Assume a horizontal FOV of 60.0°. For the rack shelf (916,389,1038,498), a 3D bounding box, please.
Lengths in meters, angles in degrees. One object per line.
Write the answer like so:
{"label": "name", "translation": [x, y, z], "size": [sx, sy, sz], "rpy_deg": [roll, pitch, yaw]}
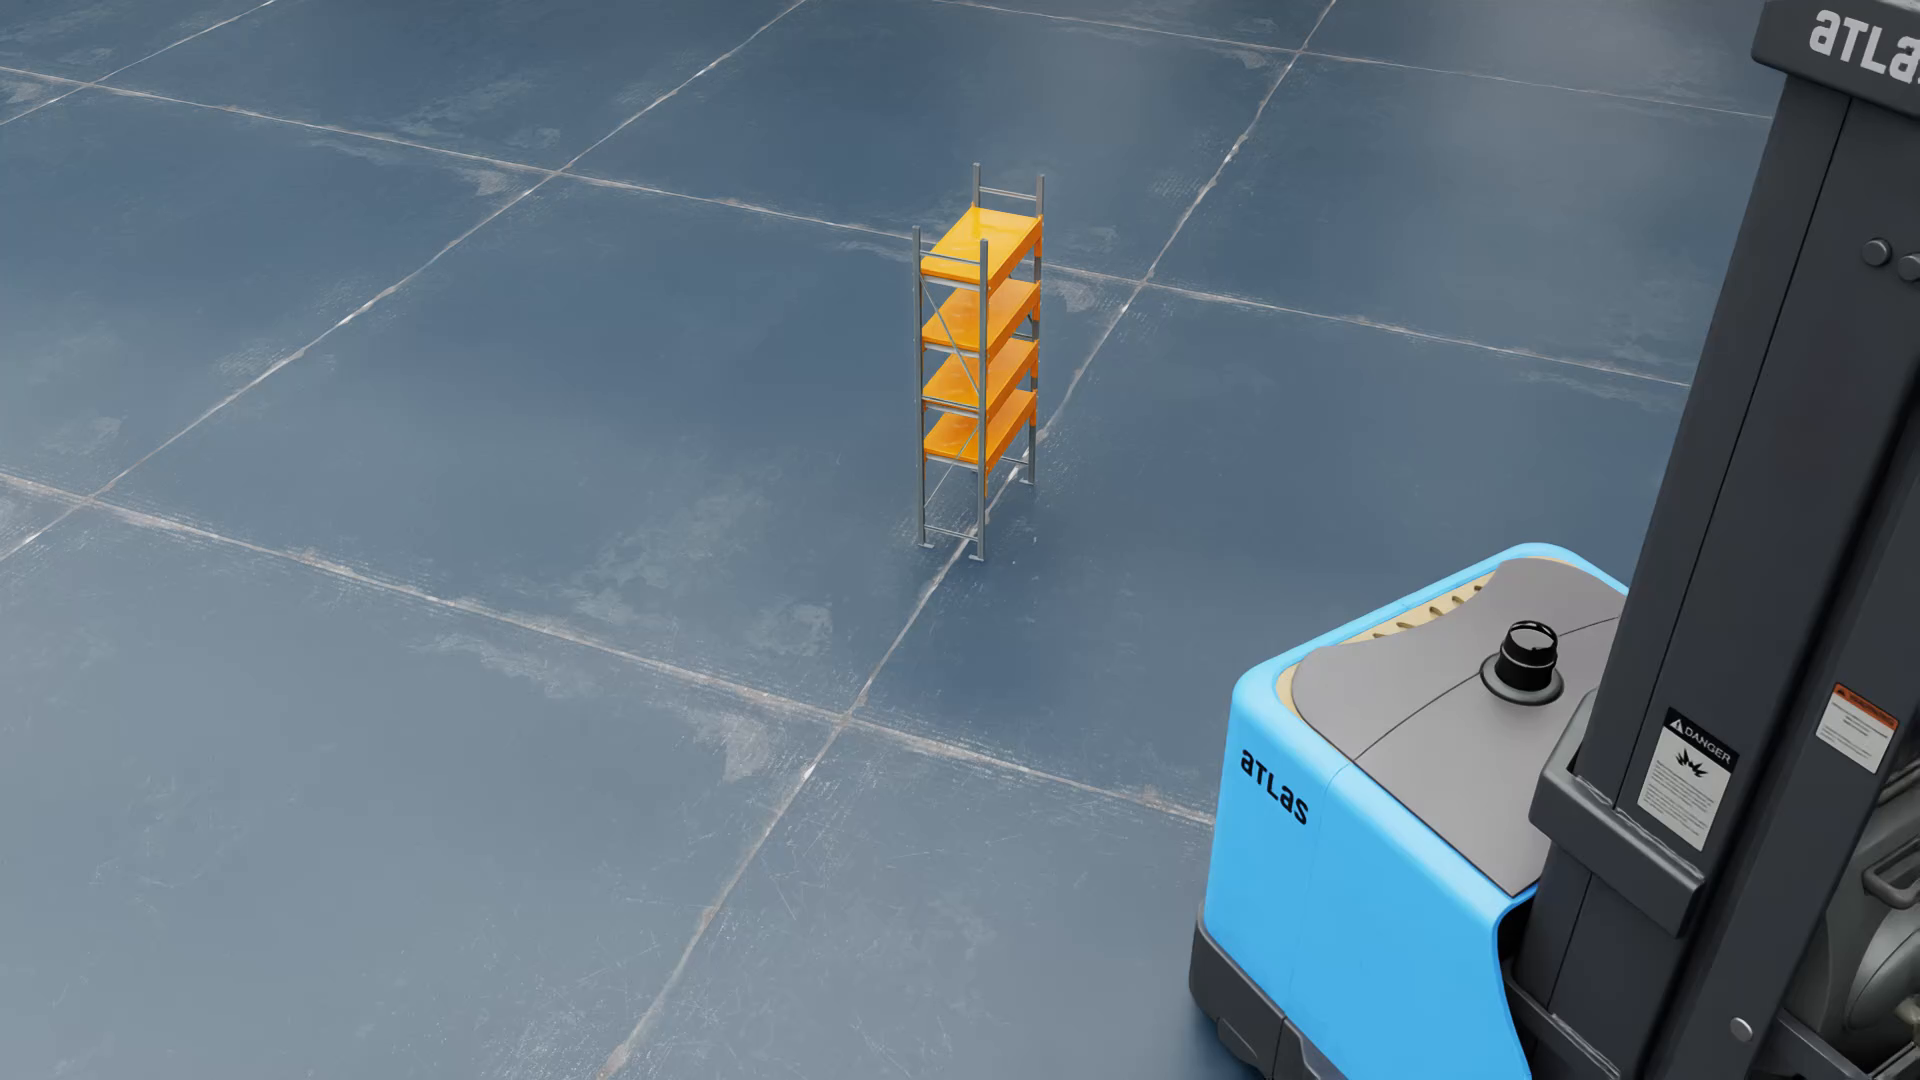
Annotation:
{"label": "rack shelf", "translation": [0.063, -0.359, 5.673], "size": [0.258, 0.148, 0.480], "rpy_deg": [14, 39, 18]}

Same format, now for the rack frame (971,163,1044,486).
{"label": "rack frame", "translation": [0.156, -0.707, 5.694], "size": [0.240, 1.200, 0.015], "rpy_deg": [14, 39, 18]}

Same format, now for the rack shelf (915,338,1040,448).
{"label": "rack shelf", "translation": [0.063, -0.518, 5.554], "size": [0.258, 0.148, 0.480], "rpy_deg": [14, 39, 18]}

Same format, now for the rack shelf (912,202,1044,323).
{"label": "rack shelf", "translation": [0.063, -0.887, 5.278], "size": [0.258, 0.148, 0.480], "rpy_deg": [14, 39, 18]}

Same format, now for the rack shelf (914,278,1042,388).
{"label": "rack shelf", "translation": [0.063, -0.698, 5.420], "size": [0.258, 0.148, 0.480], "rpy_deg": [14, 39, 18]}

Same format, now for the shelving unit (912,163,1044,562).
{"label": "shelving unit", "translation": [0.063, -0.572, 5.513], "size": [0.258, 1.200, 0.503], "rpy_deg": [14, 39, 18]}

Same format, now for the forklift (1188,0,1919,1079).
{"label": "forklift", "translation": [1.786, 0.568, 2.542], "size": [1.130, 2.935, 3.031], "rpy_deg": [-21, 42, -26]}

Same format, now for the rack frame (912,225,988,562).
{"label": "rack frame", "translation": [-0.030, -0.437, 5.333], "size": [0.240, 1.200, 0.015], "rpy_deg": [14, 39, 18]}
